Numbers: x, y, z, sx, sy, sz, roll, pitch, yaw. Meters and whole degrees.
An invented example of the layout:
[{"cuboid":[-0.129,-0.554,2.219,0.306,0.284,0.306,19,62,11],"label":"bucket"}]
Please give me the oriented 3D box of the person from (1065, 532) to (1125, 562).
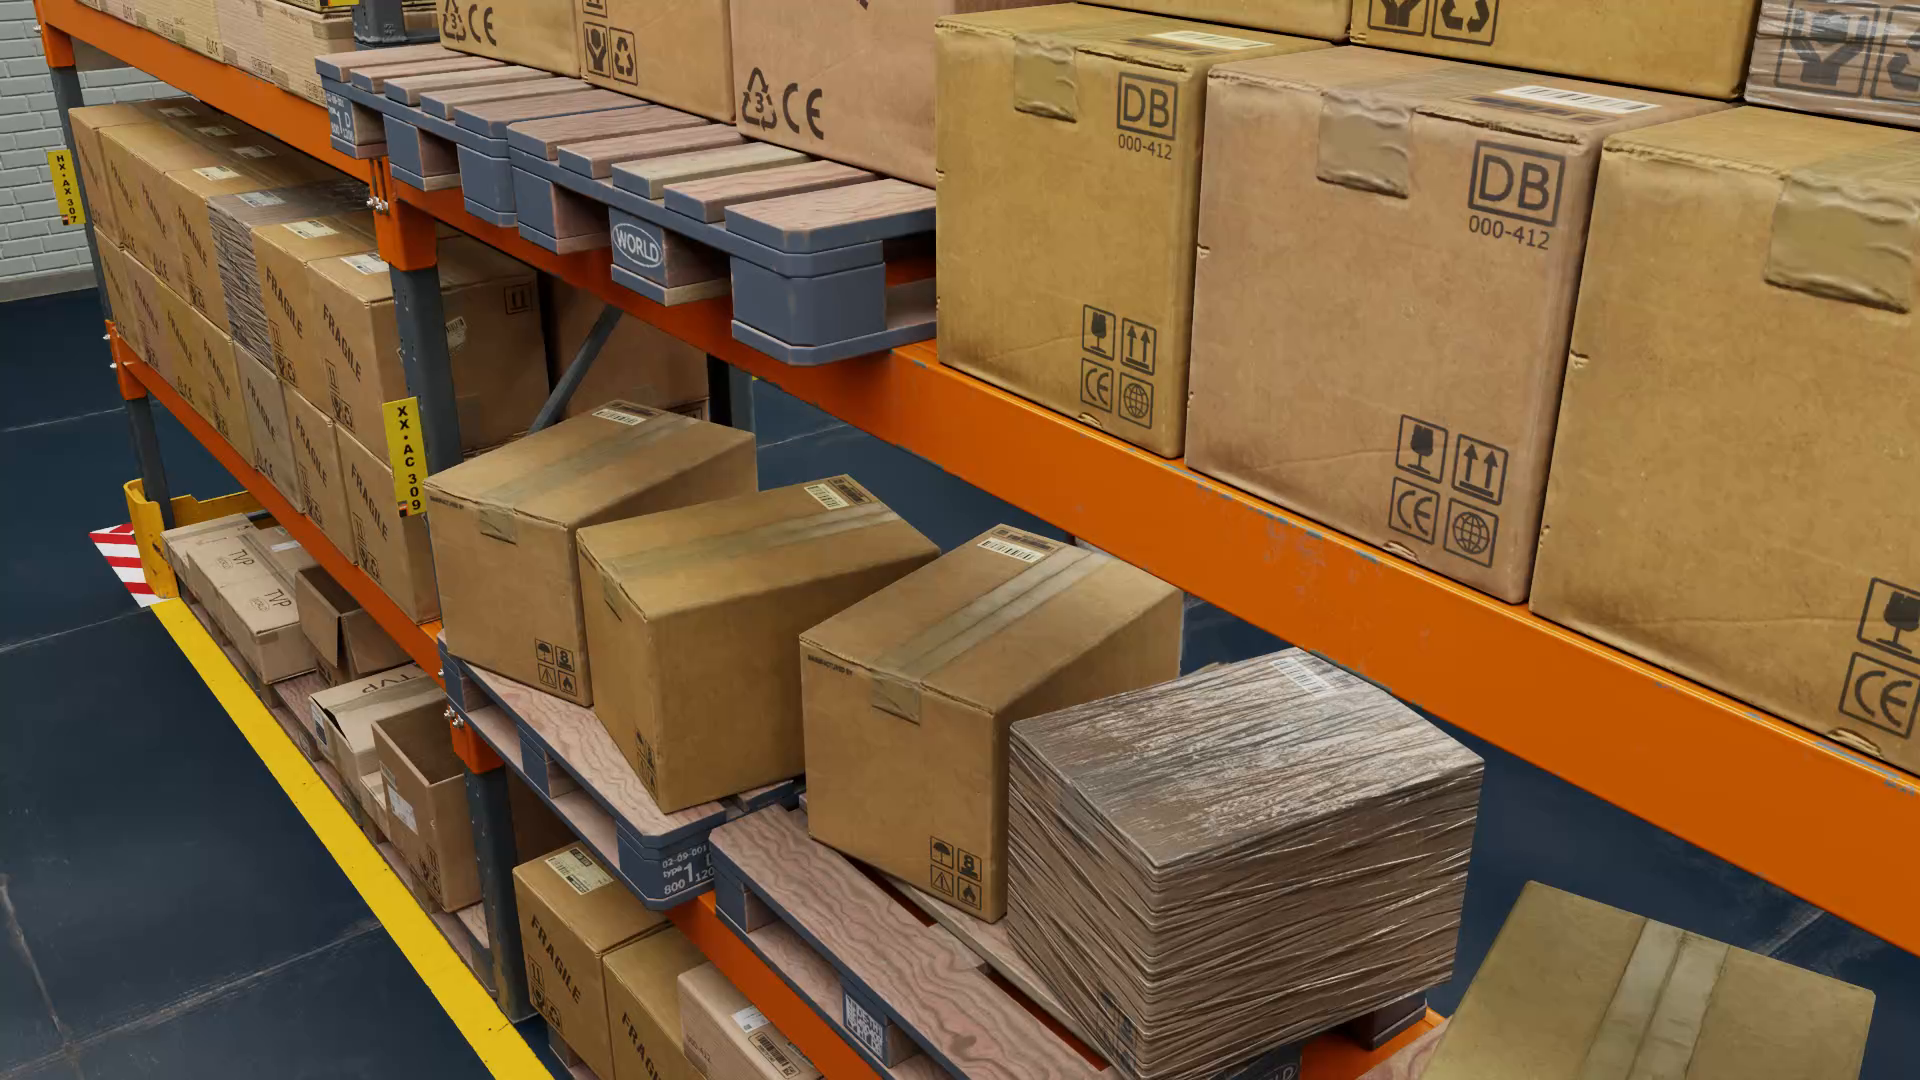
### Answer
[{"cuboid":[0.665,0.040,6.471,0.543,1.661,0.451,4,25,8],"label":"person"}]
